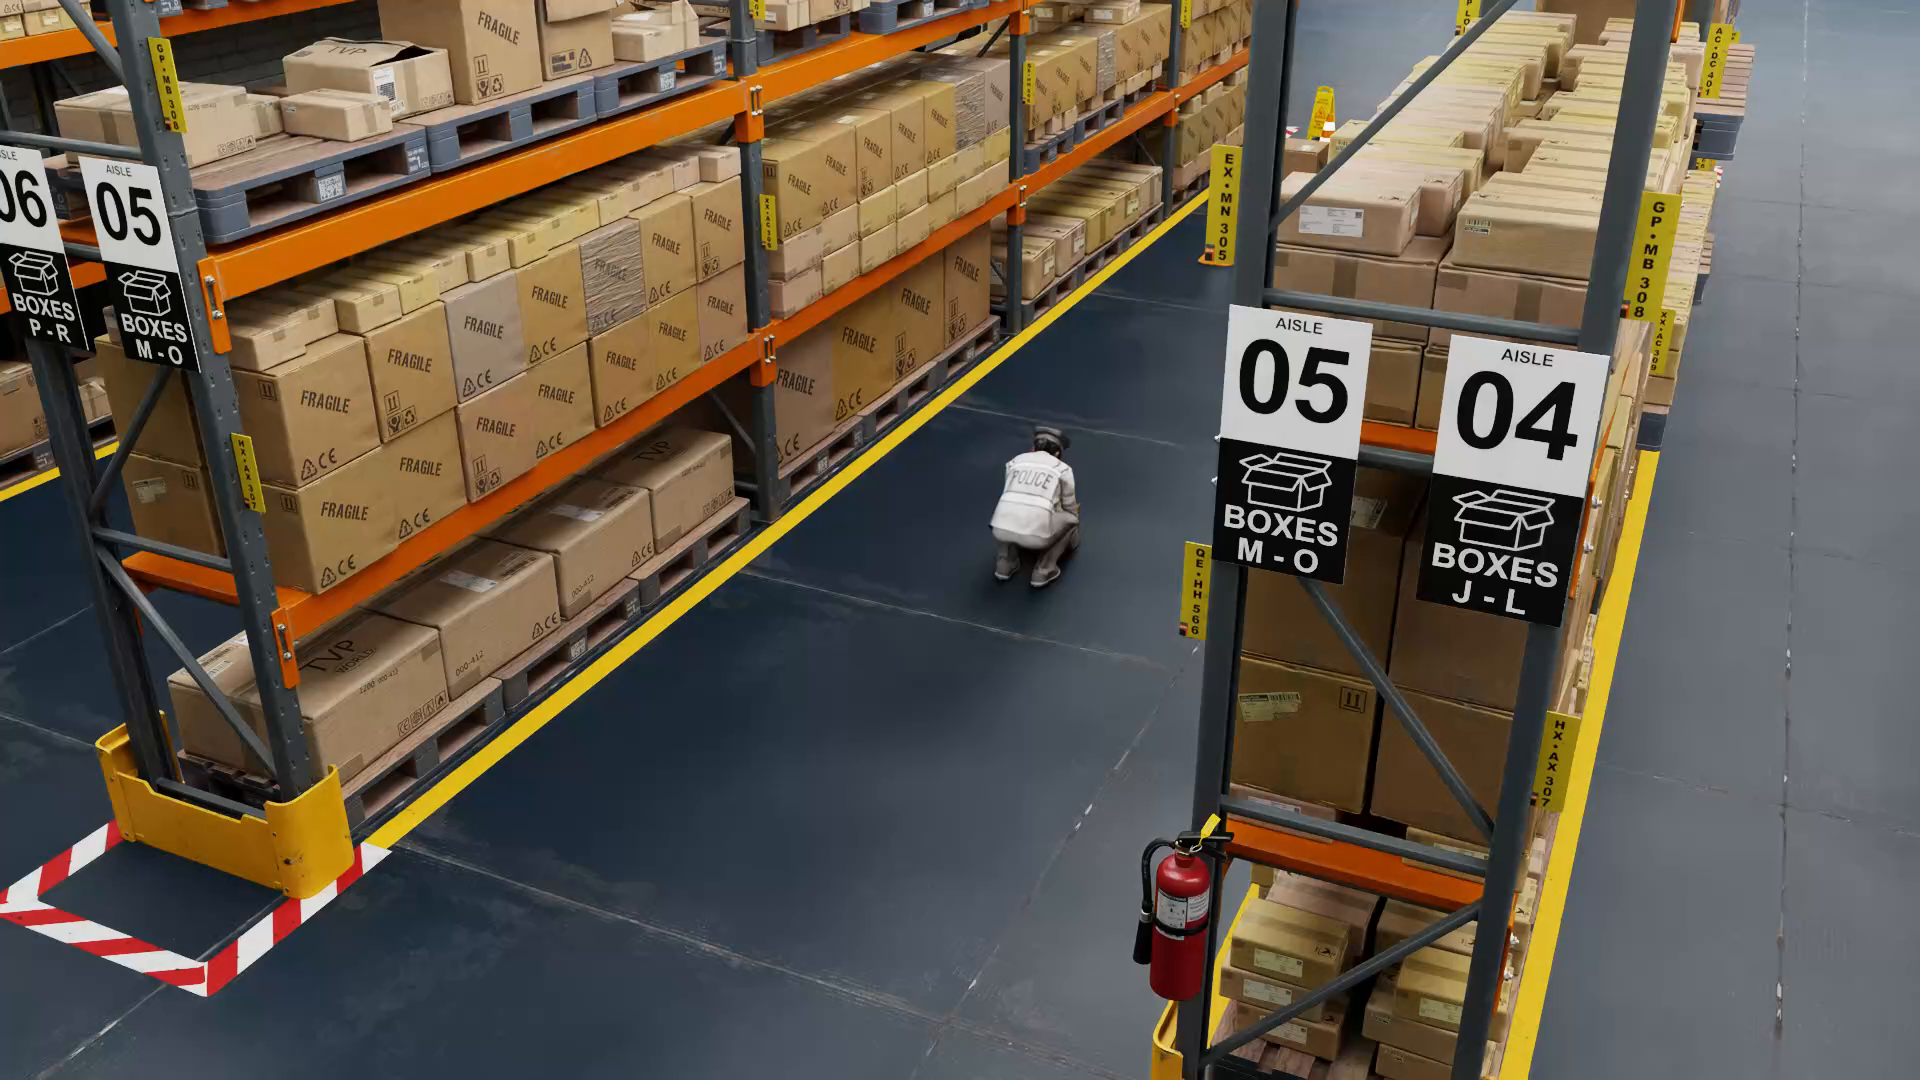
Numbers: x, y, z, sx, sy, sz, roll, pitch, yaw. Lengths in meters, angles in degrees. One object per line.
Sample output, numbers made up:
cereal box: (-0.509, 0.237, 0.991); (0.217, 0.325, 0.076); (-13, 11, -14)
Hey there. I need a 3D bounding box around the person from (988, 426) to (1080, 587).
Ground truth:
person: (0.464, -0.188, 10.025); (0.477, 0.845, 0.875); (11, 28, 22)
